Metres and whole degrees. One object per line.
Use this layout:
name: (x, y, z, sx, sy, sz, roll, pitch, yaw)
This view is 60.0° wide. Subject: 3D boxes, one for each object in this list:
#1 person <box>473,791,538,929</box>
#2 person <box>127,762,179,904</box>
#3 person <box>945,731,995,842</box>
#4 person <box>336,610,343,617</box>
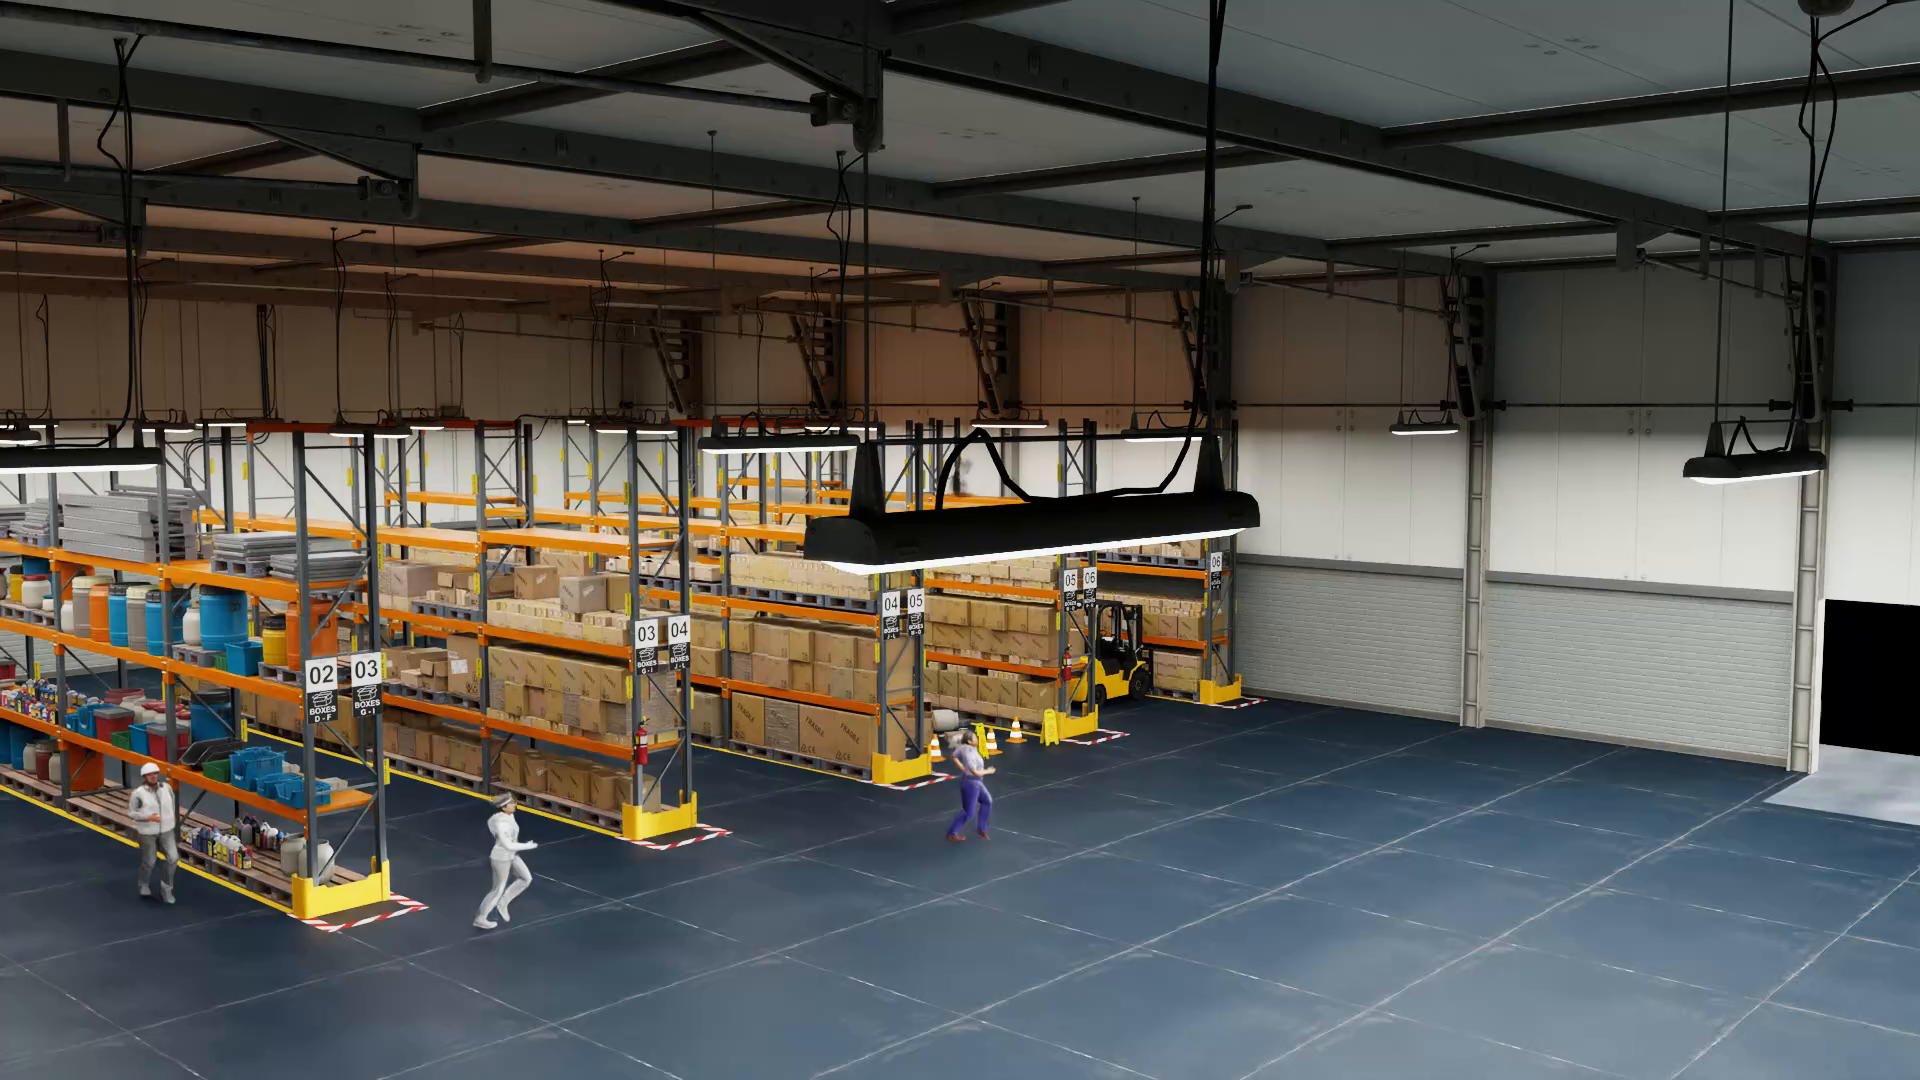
person: (-5.493, 3.842, 20.111, 0.781, 1.650, 0.631, -1, 5, -7)
person: (-10.258, 3.729, 21.177, 0.658, 1.822, 0.734, -5, 7, -44)
person: (0.143, 3.577, 23.999, 0.733, 1.683, 0.608, 0, 5, -5)
person: (-14.475, 2.386, 38.148, 0.757, 1.676, 0.598, 2, 5, 21)
